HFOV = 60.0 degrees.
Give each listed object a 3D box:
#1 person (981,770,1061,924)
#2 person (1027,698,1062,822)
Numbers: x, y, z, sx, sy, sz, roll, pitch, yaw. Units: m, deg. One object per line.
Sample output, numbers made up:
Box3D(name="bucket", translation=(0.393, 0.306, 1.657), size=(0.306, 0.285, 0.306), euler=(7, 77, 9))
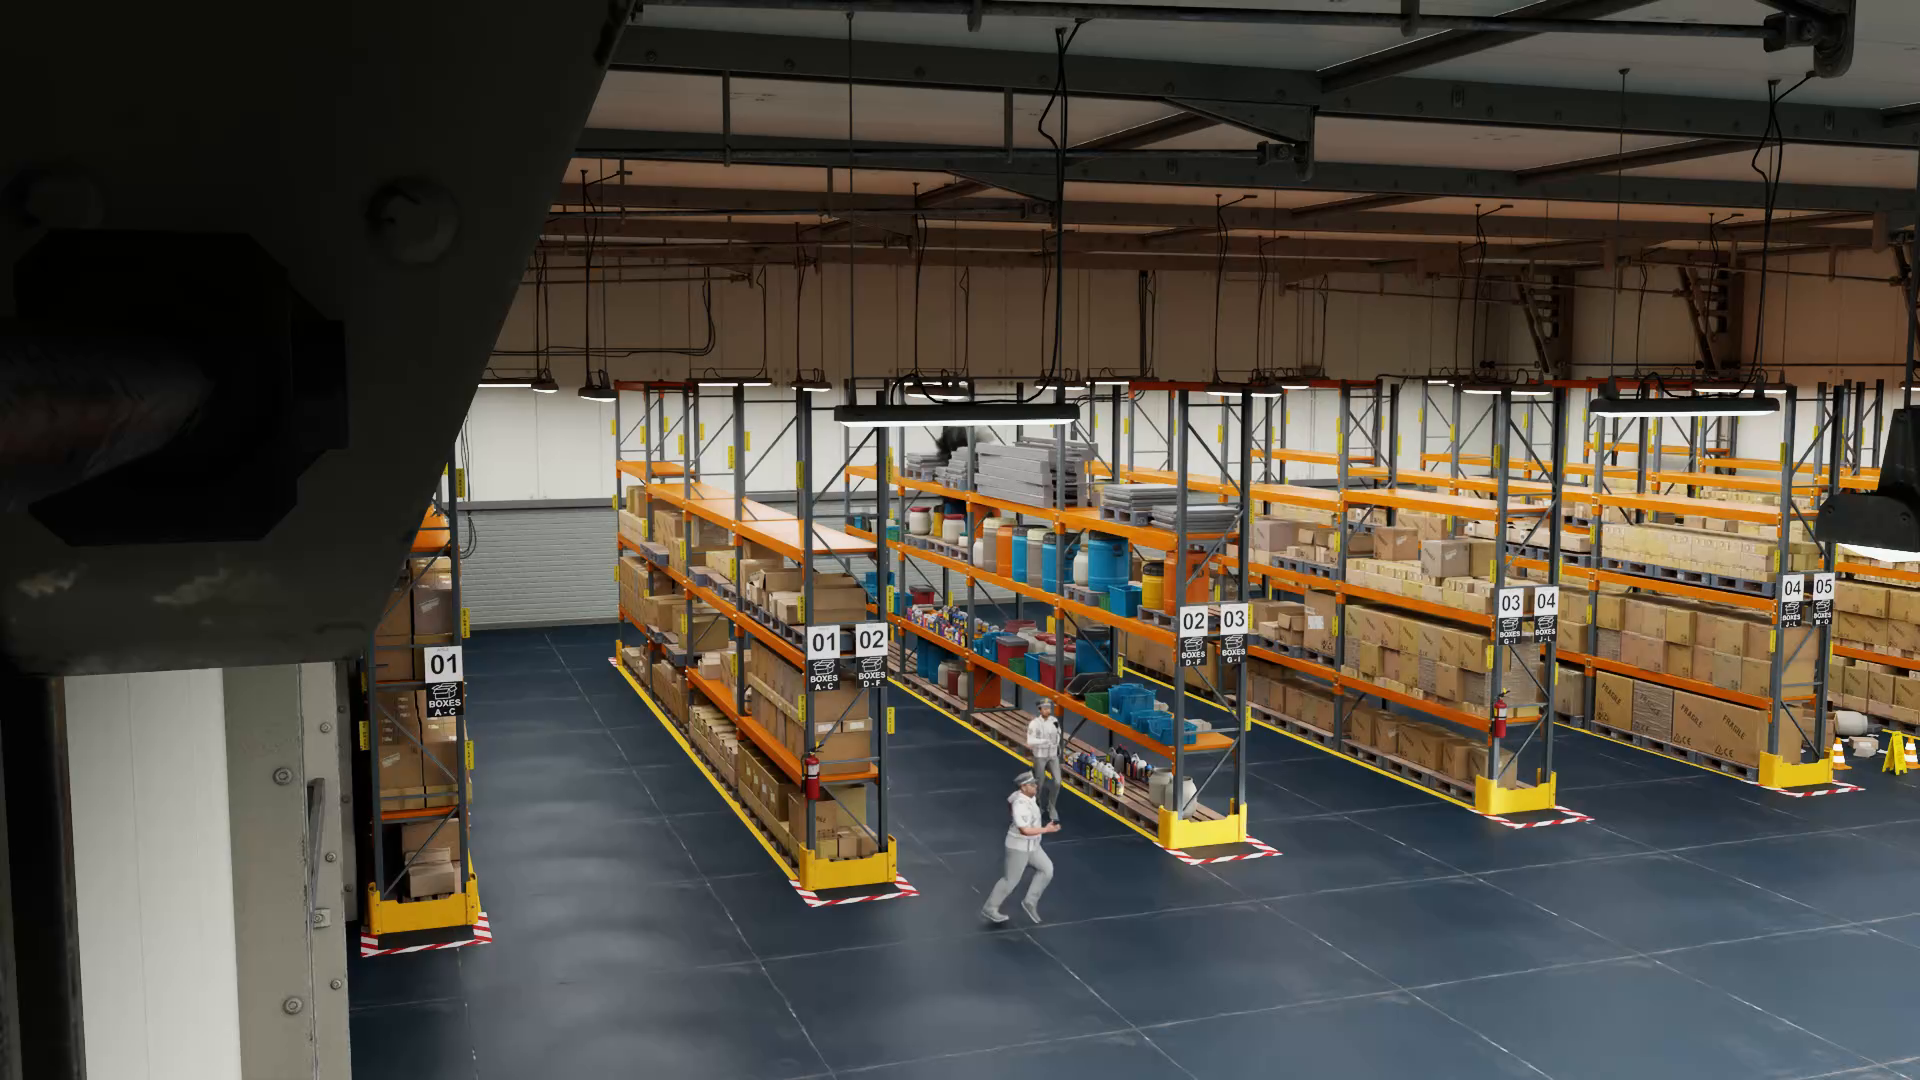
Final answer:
Box3D(name="person", translation=(0.710, 3.472, 18.789), size=(0.896, 1.808, 0.674), euler=(2, 6, 16))
Box3D(name="person", translation=(1.205, 3.048, 23.153), size=(0.592, 1.734, 0.684), euler=(-2, 6, -18))
